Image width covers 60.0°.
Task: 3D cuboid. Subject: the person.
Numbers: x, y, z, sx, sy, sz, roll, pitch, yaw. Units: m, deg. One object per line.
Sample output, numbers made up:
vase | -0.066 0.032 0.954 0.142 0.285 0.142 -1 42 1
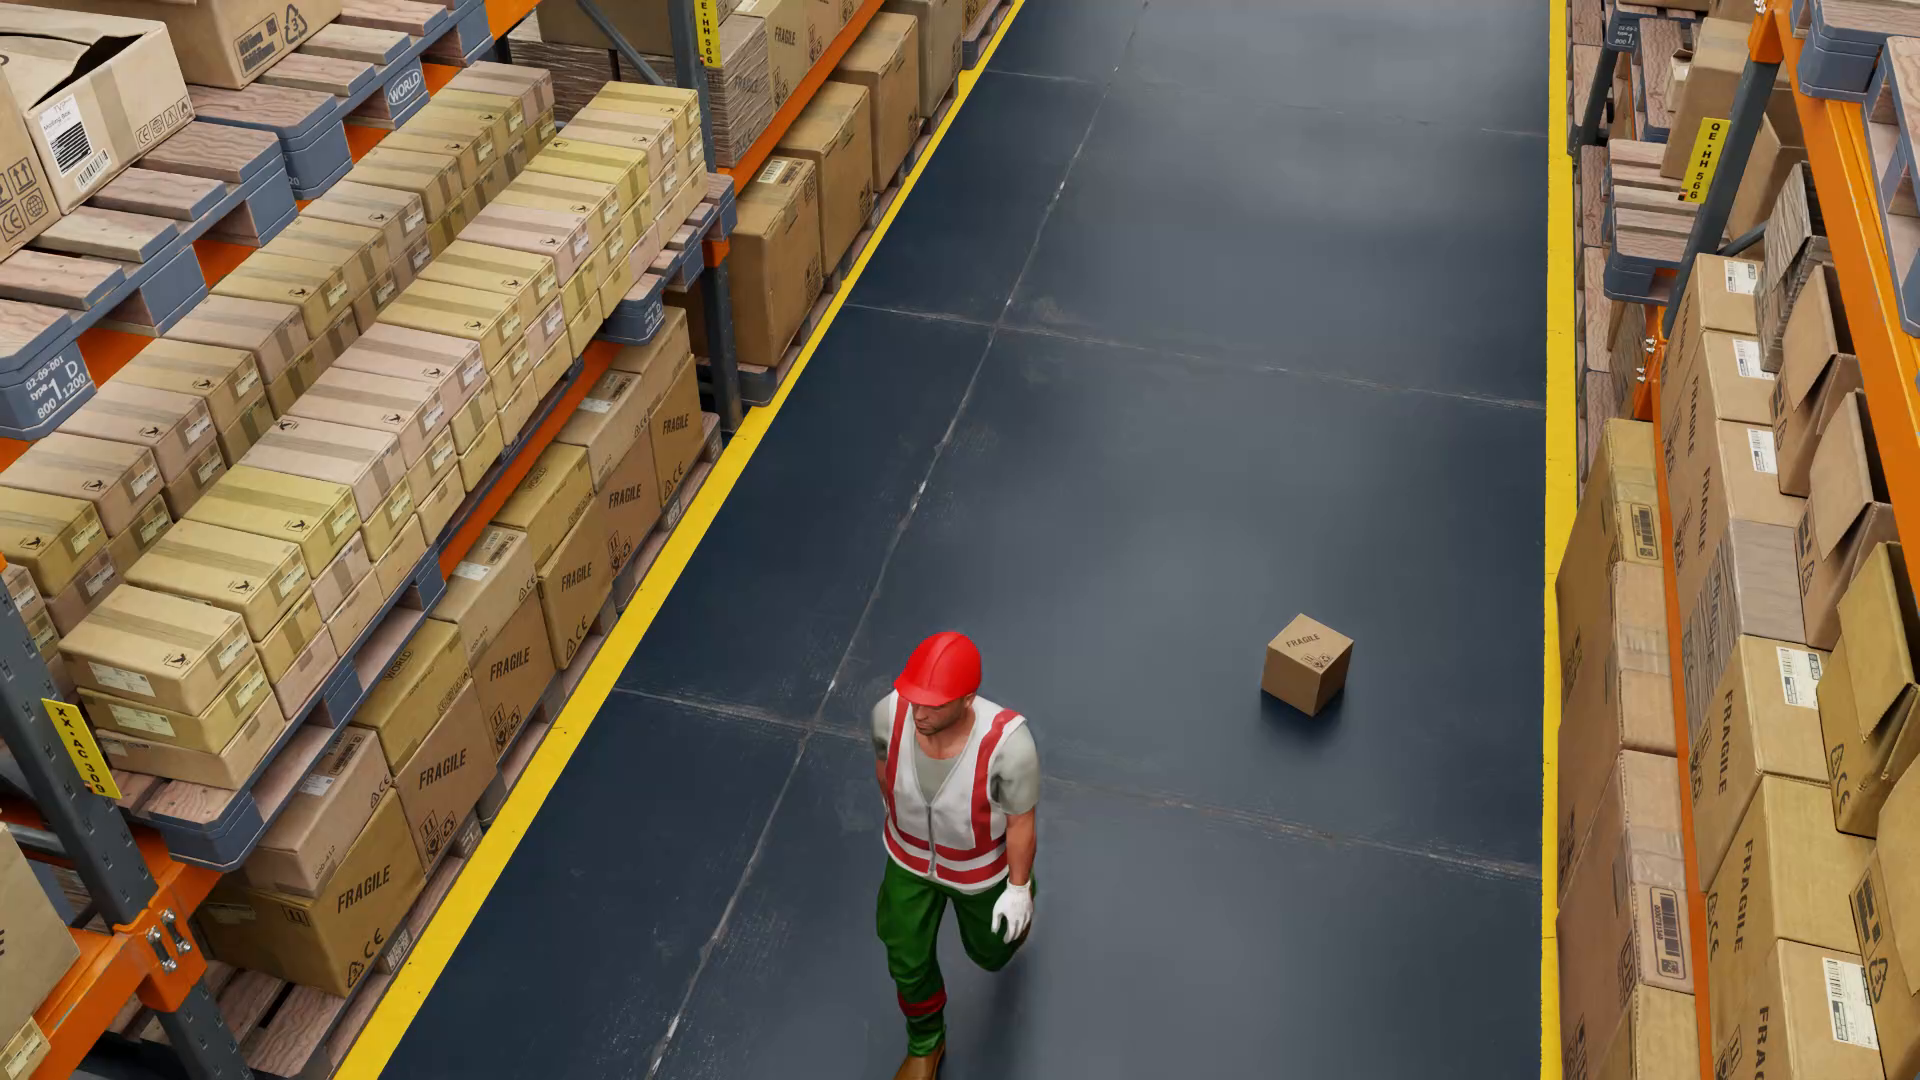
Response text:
person | -0.004 0.915 5.060 0.571 1.762 0.853 14 43 16
